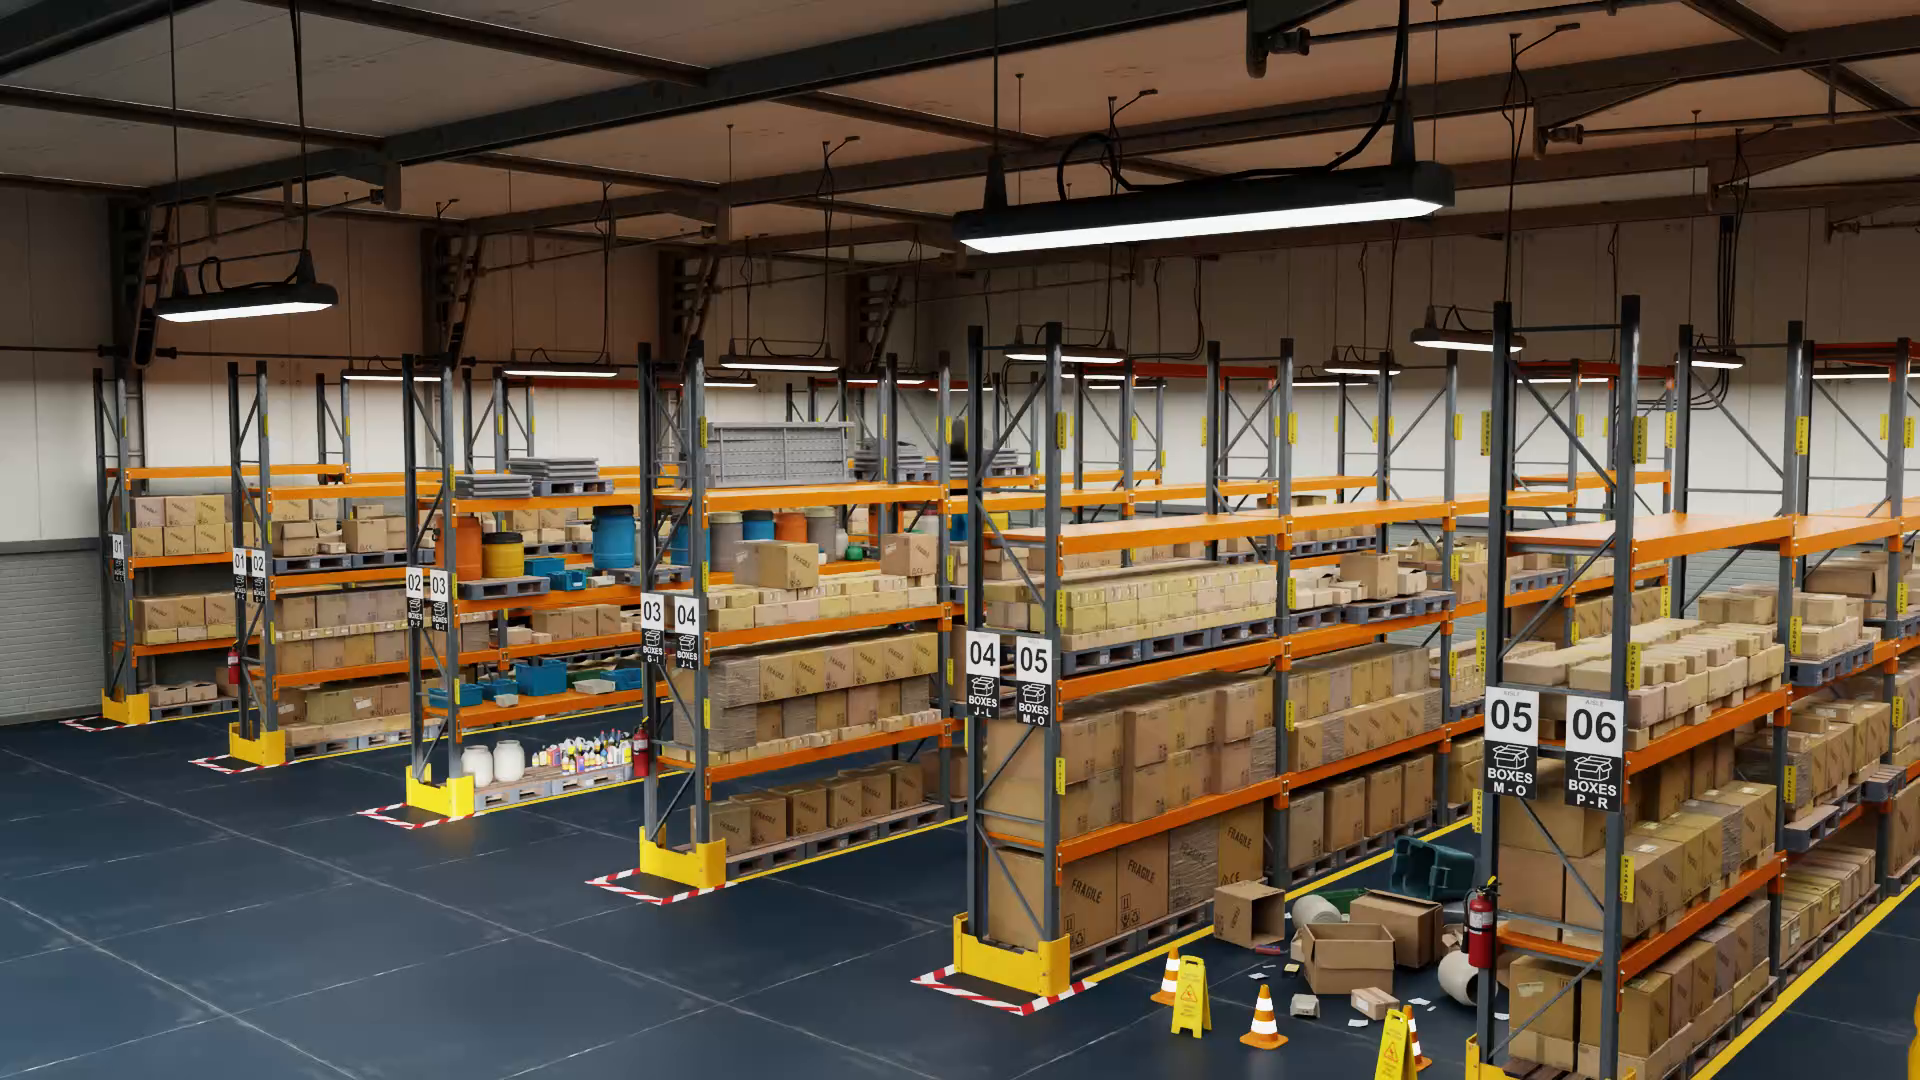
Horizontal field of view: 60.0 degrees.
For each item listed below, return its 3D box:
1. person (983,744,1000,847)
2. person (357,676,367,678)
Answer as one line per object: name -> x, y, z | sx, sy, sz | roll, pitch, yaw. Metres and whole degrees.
person -> 0.525, 2.935, 19.721 | 0.632, 1.607, 0.736 | -1, 4, -14
person -> -10.166, 2.261, 28.341 | 0.600, 1.664, 0.944 | 2, 5, 21
